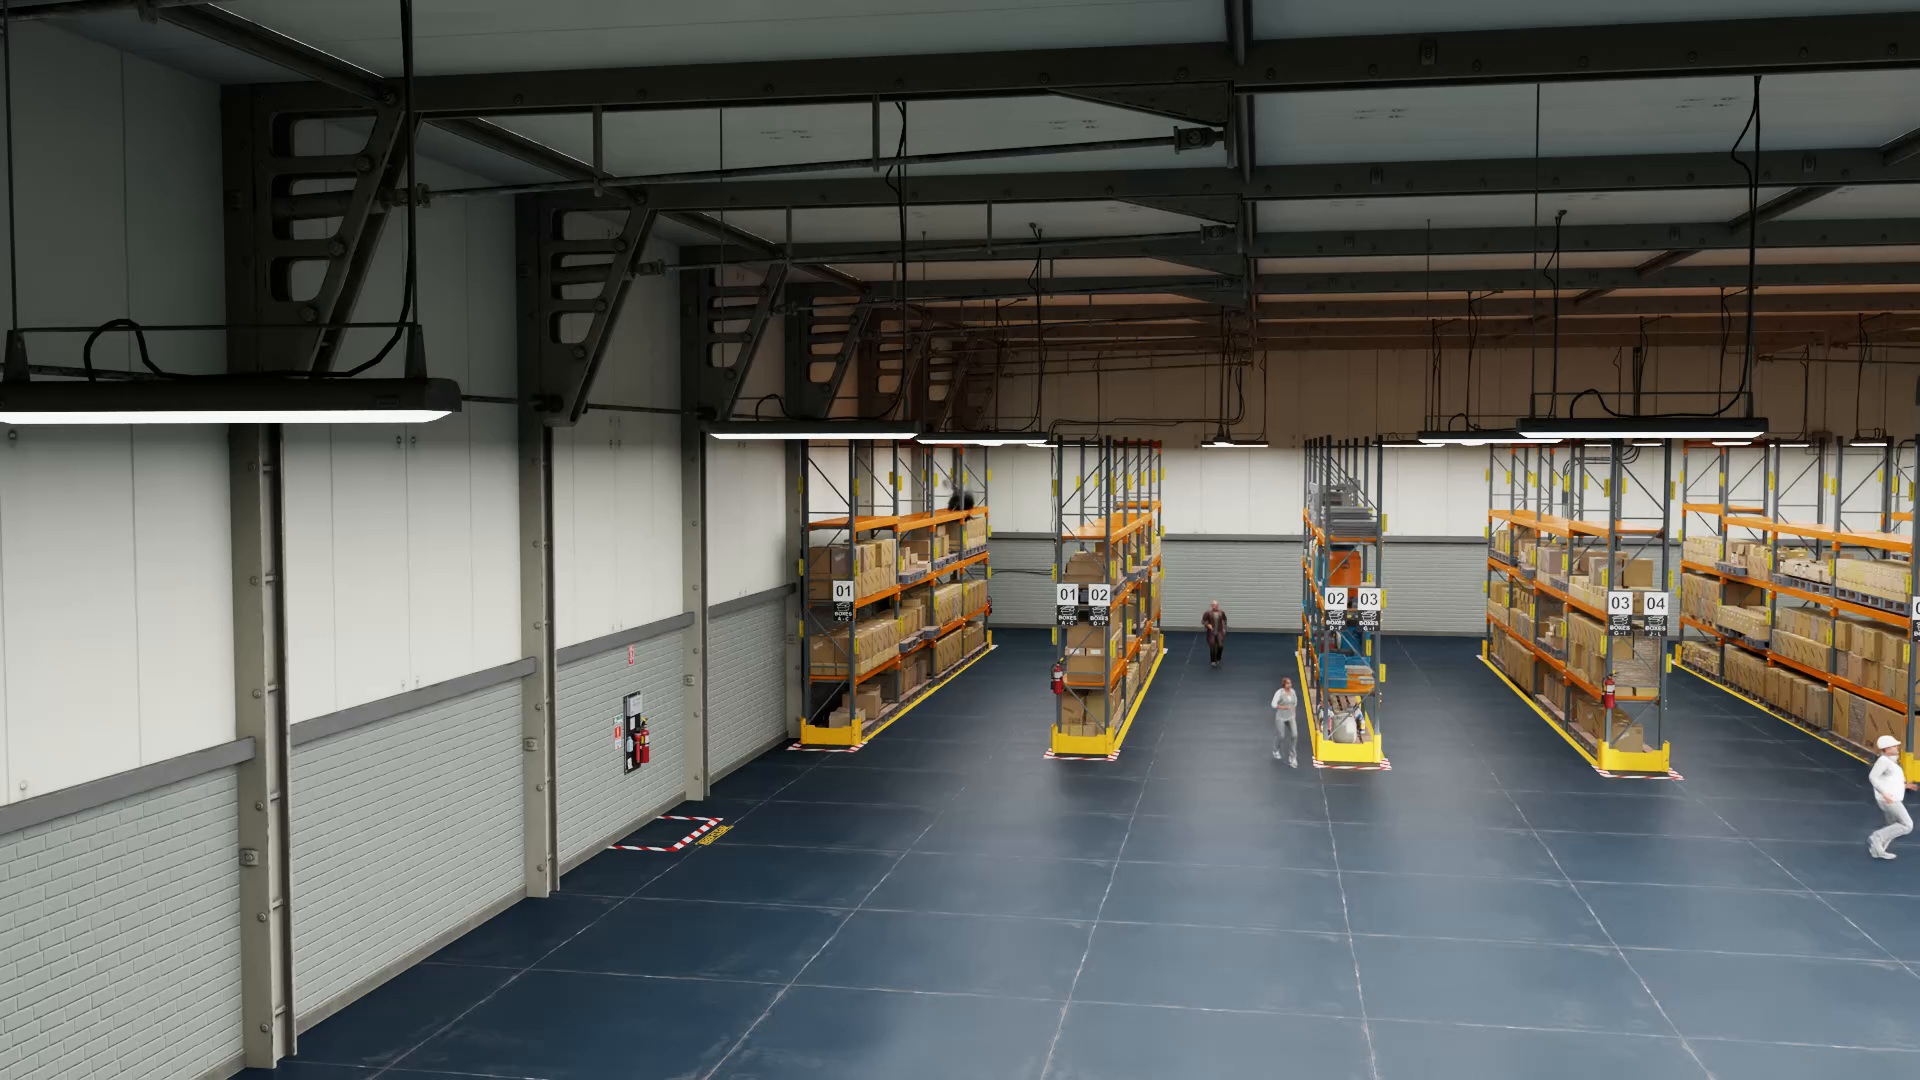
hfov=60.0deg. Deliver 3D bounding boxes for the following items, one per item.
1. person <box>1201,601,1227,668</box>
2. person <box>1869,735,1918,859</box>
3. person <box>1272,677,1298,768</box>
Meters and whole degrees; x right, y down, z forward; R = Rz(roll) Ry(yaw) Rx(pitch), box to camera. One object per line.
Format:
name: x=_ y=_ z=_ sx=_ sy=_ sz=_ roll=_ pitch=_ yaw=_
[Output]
person: x=6.702 y=2.527 z=43.713 sx=0.708 sy=1.681 sz=0.702 roll=0 pitch=3 yaw=0
person: x=13.011 y=3.596 z=23.168 sx=0.571 sy=1.727 sz=0.645 roll=2 pitch=4 yaw=34
person: x=5.932 y=3.287 z=30.348 sx=0.556 sy=1.615 sz=0.814 roll=-1 pitch=3 yaw=-11
